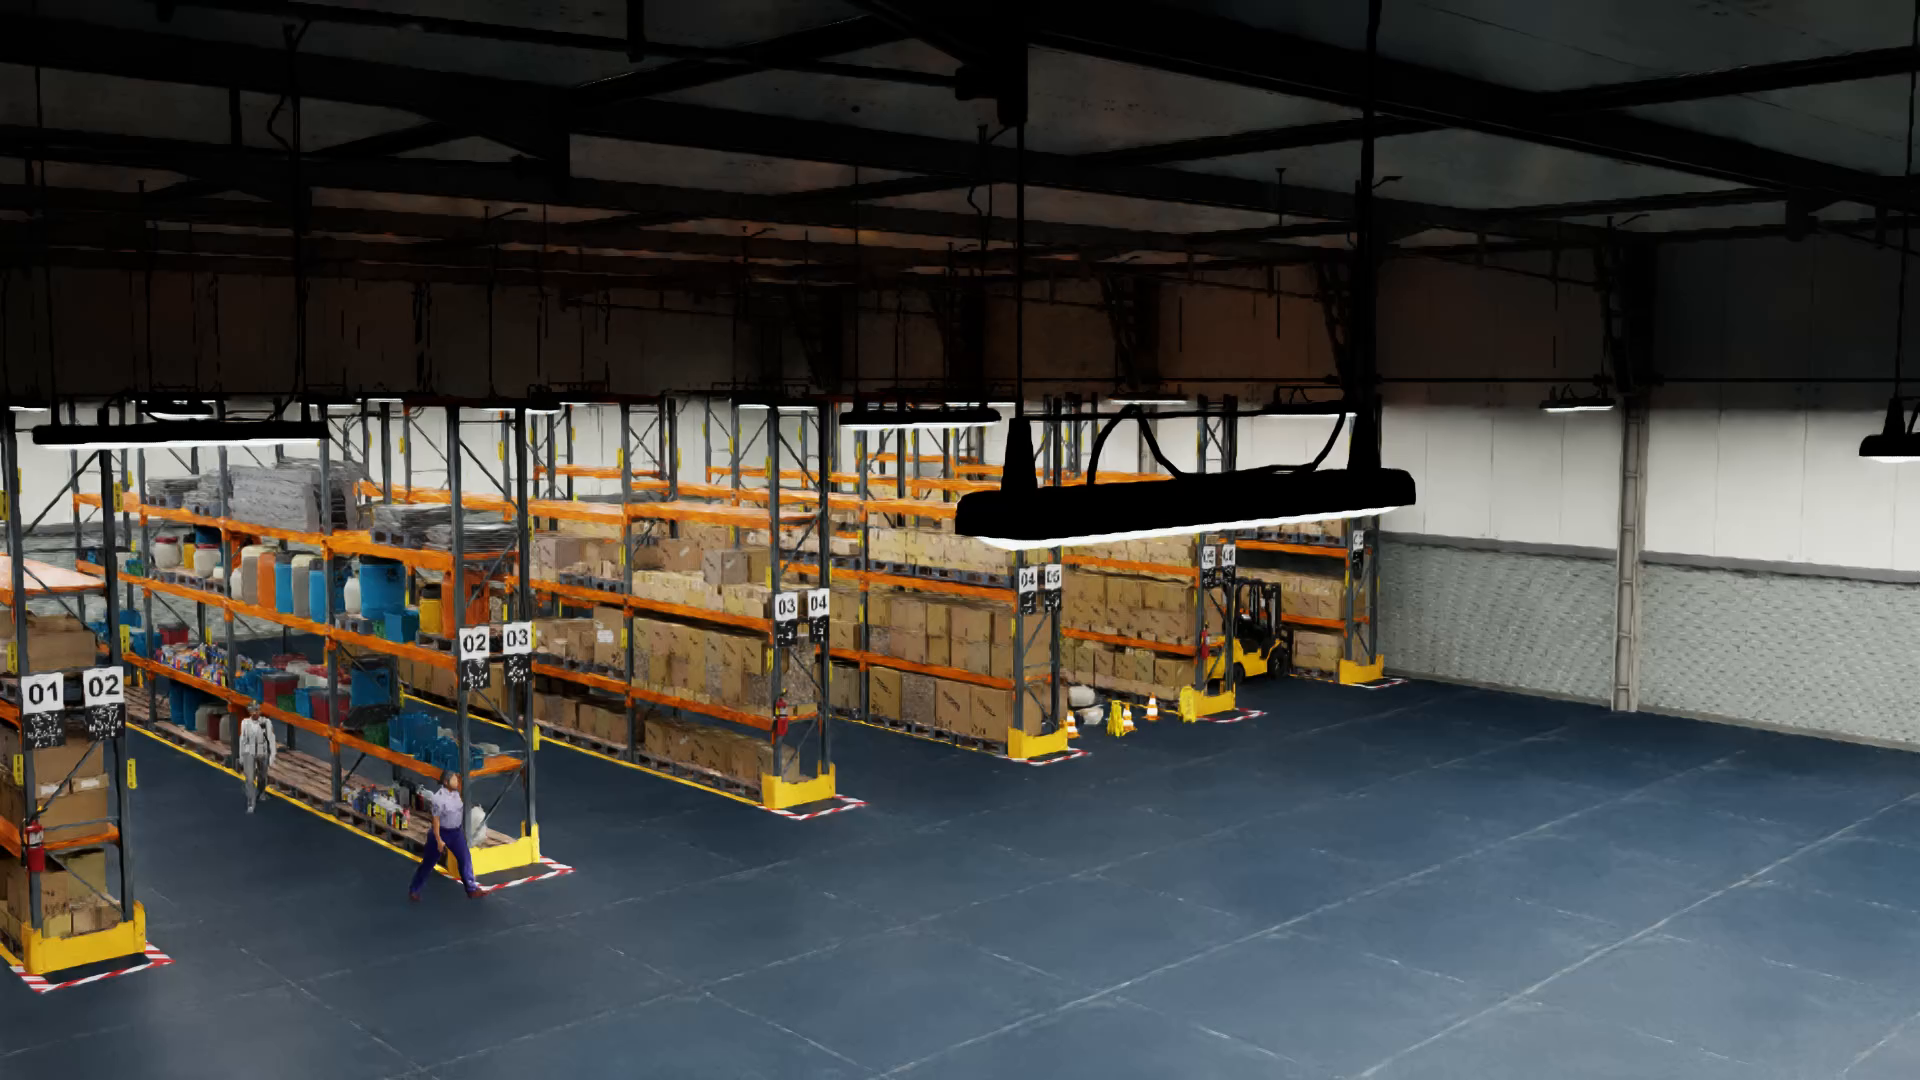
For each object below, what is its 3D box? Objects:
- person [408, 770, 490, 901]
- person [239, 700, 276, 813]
[{"bbox_3d":[-6.247,3.589,20.157,0.915,1.587,0.593,2,6,21],"label":"person"},{"bbox_3d":[-10.354,3.140,24.514,0.507,1.636,0.891,-3,6,-27],"label":"person"}]
